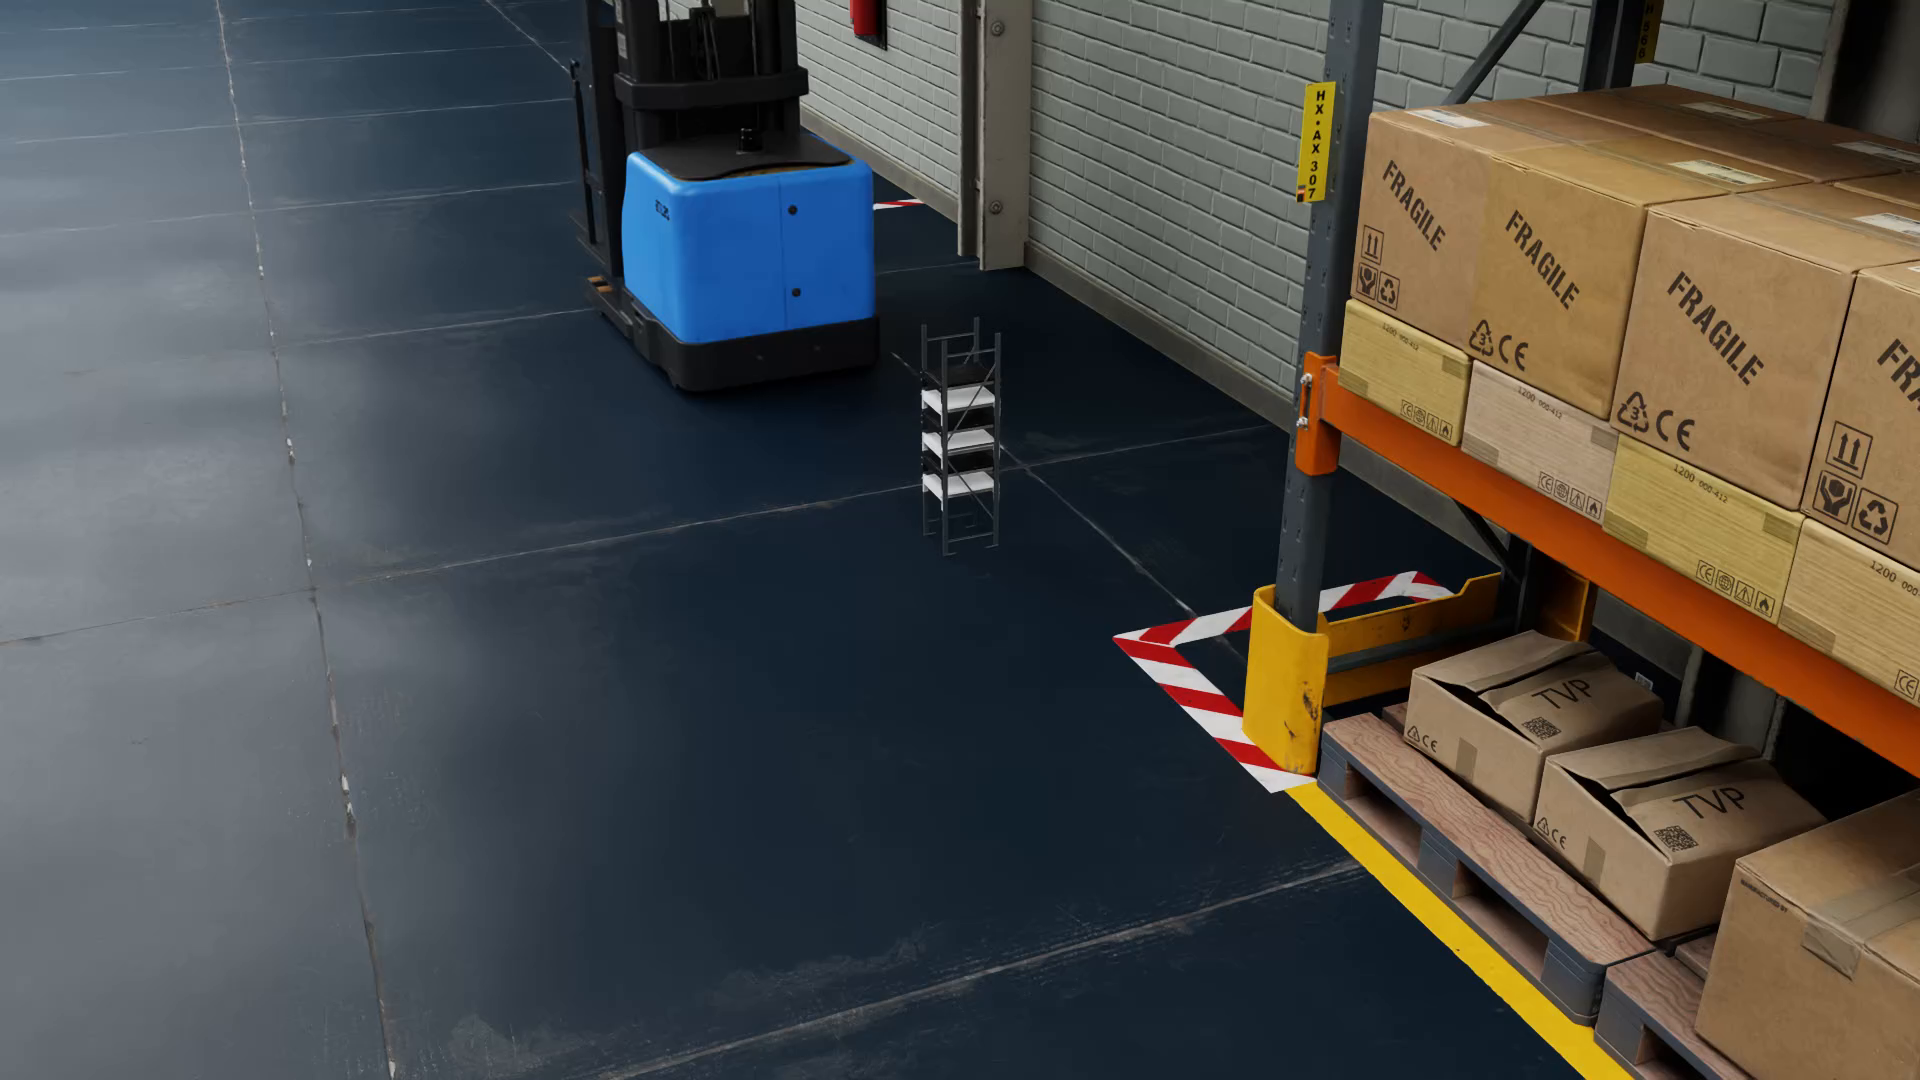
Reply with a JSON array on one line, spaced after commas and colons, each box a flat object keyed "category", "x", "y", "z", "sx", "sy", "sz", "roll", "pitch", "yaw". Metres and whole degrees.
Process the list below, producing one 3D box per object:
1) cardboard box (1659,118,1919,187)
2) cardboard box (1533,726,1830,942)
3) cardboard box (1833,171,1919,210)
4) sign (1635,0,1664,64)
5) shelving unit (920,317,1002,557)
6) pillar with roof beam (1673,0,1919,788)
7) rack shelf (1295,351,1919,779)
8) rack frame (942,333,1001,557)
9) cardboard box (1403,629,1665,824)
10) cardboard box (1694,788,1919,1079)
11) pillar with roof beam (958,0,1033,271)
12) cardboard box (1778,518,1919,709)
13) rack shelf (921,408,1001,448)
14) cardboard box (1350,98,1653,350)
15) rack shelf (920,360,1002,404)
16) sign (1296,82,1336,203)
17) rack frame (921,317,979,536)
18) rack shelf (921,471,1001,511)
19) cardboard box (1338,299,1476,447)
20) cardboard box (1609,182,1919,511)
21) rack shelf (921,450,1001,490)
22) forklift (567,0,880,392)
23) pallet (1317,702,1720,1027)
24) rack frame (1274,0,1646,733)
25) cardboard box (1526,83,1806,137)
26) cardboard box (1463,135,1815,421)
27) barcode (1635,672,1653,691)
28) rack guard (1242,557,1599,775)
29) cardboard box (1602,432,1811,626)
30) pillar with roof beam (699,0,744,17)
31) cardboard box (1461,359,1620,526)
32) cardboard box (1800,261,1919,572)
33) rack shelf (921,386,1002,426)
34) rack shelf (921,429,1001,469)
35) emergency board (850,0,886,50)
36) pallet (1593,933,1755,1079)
[{"category": "cardboard box", "x": 2.051, "y": -0.720, "z": 4.099, "sx": 0.500, "sy": 0.500, "sz": 0.500, "roll": -10, "pitch": 28, "yaw": -20}, {"category": "cardboard box", "x": 1.895, "y": 0.735, "z": 4.388, "sx": 0.500, "sy": 0.311, "sz": 0.500, "roll": -8, "pitch": 27, "yaw": -16}, {"category": "cardboard box", "x": 2.258, "y": -0.512, "z": 3.673, "sx": 0.500, "sy": 0.500, "sz": 0.500, "roll": -11, "pitch": 28, "yaw": -22}, {"category": "sign", "x": 2.002, "y": -1.550, "z": 4.825, "sx": 0.100, "sy": 0.325, "sz": 0.005, "roll": -11, "pitch": 28, "yaw": -21}, {"category": "shelving unit", "x": 0.003, "y": -0.401, "z": 6.546, "sx": 0.258, "sy": 0.900, "sz": 0.210, "roll": -11, "pitch": 28, "yaw": -21}, {"category": "pillar with roof beam", "x": -1.408, "y": -2.622, "z": 1.864, "sx": 9.100, "sy": 9.000, "sz": 0.400, "roll": -11, "pitch": 28, "yaw": -21}, {"category": "rack shelf", "x": 2.266, "y": 0.331, "z": 3.474, "sx": 1.077, "sy": 0.370, "sz": 4.000, "roll": -11, "pitch": 28, "yaw": -21}, {"category": "rack frame", "x": 0.043, "y": -0.360, "z": 6.462, "sx": 0.240, "sy": 0.900, "sz": 0.006, "roll": -11, "pitch": 28, "yaw": -21}, {"category": "cardboard box", "x": 1.671, "y": 0.505, "z": 4.860, "sx": 0.500, "sy": 0.311, "sz": 0.500, "roll": -14, "pitch": 29, "yaw": -26}, {"category": "cardboard box", "x": 2.136, "y": 0.955, "z": 3.723, "sx": 0.700, "sy": 0.500, "sz": 0.500, "roll": -12, "pitch": 29, "yaw": -24}, {"category": "pillar with roof beam", "x": -3.758, "y": -5.045, "z": 6.825, "sx": 9.100, "sy": 9.000, "sz": 0.400, "roll": -11, "pitch": 28, "yaw": -21}, {"category": "cardboard box", "x": 1.989, "y": 0.128, "z": 3.217, "sx": 0.500, "sy": 0.250, "sz": 0.500, "roll": -10, "pitch": 28, "yaw": -20}, {"category": "rack shelf", "x": 0.003, "y": -0.452, "z": 6.521, "sx": 0.258, "sy": 0.077, "sz": 0.200, "roll": -11, "pitch": 28, "yaw": -21}, {"category": "cardboard box", "x": 1.394, "y": -0.834, "z": 4.333, "sx": 0.500, "sy": 0.500, "sz": 0.500, "roll": -11, "pitch": 28, "yaw": -21}, {"category": "rack shelf", "x": 0.003, "y": -0.614, "z": 6.442, "sx": 0.258, "sy": 0.077, "sz": 0.200, "roll": -11, "pitch": 28, "yaw": -21}, {"category": "sign", "x": 0.984, "y": -1.096, "z": 4.589, "sx": 0.100, "sy": 0.325, "sz": 0.005, "roll": -11, "pitch": 28, "yaw": -21}, {"category": "rack frame", "x": -0.037, "y": -0.442, "z": 6.630, "sx": 0.240, "sy": 0.900, "sz": 0.006, "roll": -11, "pitch": 28, "yaw": -21}, {"category": "rack shelf", "x": 0.003, "y": -0.209, "z": 6.639, "sx": 0.258, "sy": 0.077, "sz": 0.200, "roll": -11, "pitch": 28, "yaw": -21}, {"category": "cardboard box", "x": 1.382, "y": -0.490, "z": 4.483, "sx": 0.500, "sy": 0.250, "sz": 0.500, "roll": -11, "pitch": 28, "yaw": -22}, {"category": "cardboard box", "x": 1.775, "y": -0.423, "z": 3.492, "sx": 0.500, "sy": 0.500, "sz": 0.500, "roll": -12, "pitch": 28, "yaw": -22}, {"category": "rack shelf", "x": 0.003, "y": -0.290, "z": 6.600, "sx": 0.258, "sy": 0.077, "sz": 0.200, "roll": -11, "pitch": 28, "yaw": -21}, {"category": "forklift", "x": -1.506, "y": -2.653, "z": 8.843, "sx": 1.130, "sy": 2.935, "sz": 3.031, "roll": -12, "pitch": 29, "yaw": -23}, {"category": "pallet", "x": 1.799, "y": 0.818, "z": 4.835, "sx": 1.003, "sy": 0.211, "sz": 1.213, "roll": -11, "pitch": 28, "yaw": -21}, {"category": "rack frame", "x": 1.483, "y": -0.800, "z": 4.970, "sx": 1.000, "sy": 3.000, "sz": 0.127, "roll": -11, "pitch": 28, "yaw": -21}, {"category": "cardboard box", "x": 1.863, "y": -0.925, "z": 4.519, "sx": 0.500, "sy": 0.500, "sz": 0.500, "roll": -11, "pitch": 28, "yaw": -21}, {"category": "cardboard box", "x": 1.578, "y": -0.633, "z": 3.921, "sx": 0.500, "sy": 0.500, "sz": 0.500, "roll": -10, "pitch": 28, "yaw": -20}, {"category": "barcode", "x": 2.046, "y": 0.440, "z": 4.983, "sx": 0.001, "sy": 0.075, "sz": 0.075, "roll": -11, "pitch": 28, "yaw": -21}, {"category": "rack guard", "x": 1.513, "y": 0.354, "z": 5.456, "sx": 1.175, "sy": 0.500, "sz": 0.348, "roll": -11, "pitch": 28, "yaw": -21}, {"category": "cardboard box", "x": 1.793, "y": -0.076, "z": 3.636, "sx": 0.500, "sy": 0.250, "sz": 0.500, "roll": -11, "pitch": 28, "yaw": -21}, {"category": "pillar with roof beam", "x": -6.107, "y": -7.467, "z": 11.786, "sx": 9.100, "sy": 9.000, "sz": 0.400, "roll": -11, "pitch": 28, "yaw": -21}, {"category": "cardboard box", "x": 1.599, "y": -0.283, "z": 4.059, "sx": 0.500, "sy": 0.250, "sz": 0.500, "roll": -11, "pitch": 28, "yaw": -22}, {"category": "cardboard box", "x": 1.988, "y": -0.217, "z": 3.069, "sx": 0.500, "sy": 0.500, "sz": 0.500, "roll": -10, "pitch": 28, "yaw": -19}, {"category": "rack shelf", "x": 0.003, "y": -0.533, "z": 6.481, "sx": 0.258, "sy": 0.077, "sz": 0.200, "roll": -11, "pitch": 28, "yaw": -21}, {"category": "rack shelf", "x": 0.003, "y": -0.371, "z": 6.560, "sx": 0.258, "sy": 0.077, "sz": 0.200, "roll": -11, "pitch": 28, "yaw": -21}, {"category": "emergency board", "x": -0.729, "y": -4.093, "z": 11.713, "sx": 0.194, "sy": 1.169, "sz": 0.643, "roll": -11, "pitch": 28, "yaw": -21}, {"category": "pallet", "x": 2.272, "y": 1.309, "z": 3.828, "sx": 1.003, "sy": 0.211, "sz": 1.213, "roll": -11, "pitch": 28, "yaw": -21}]
